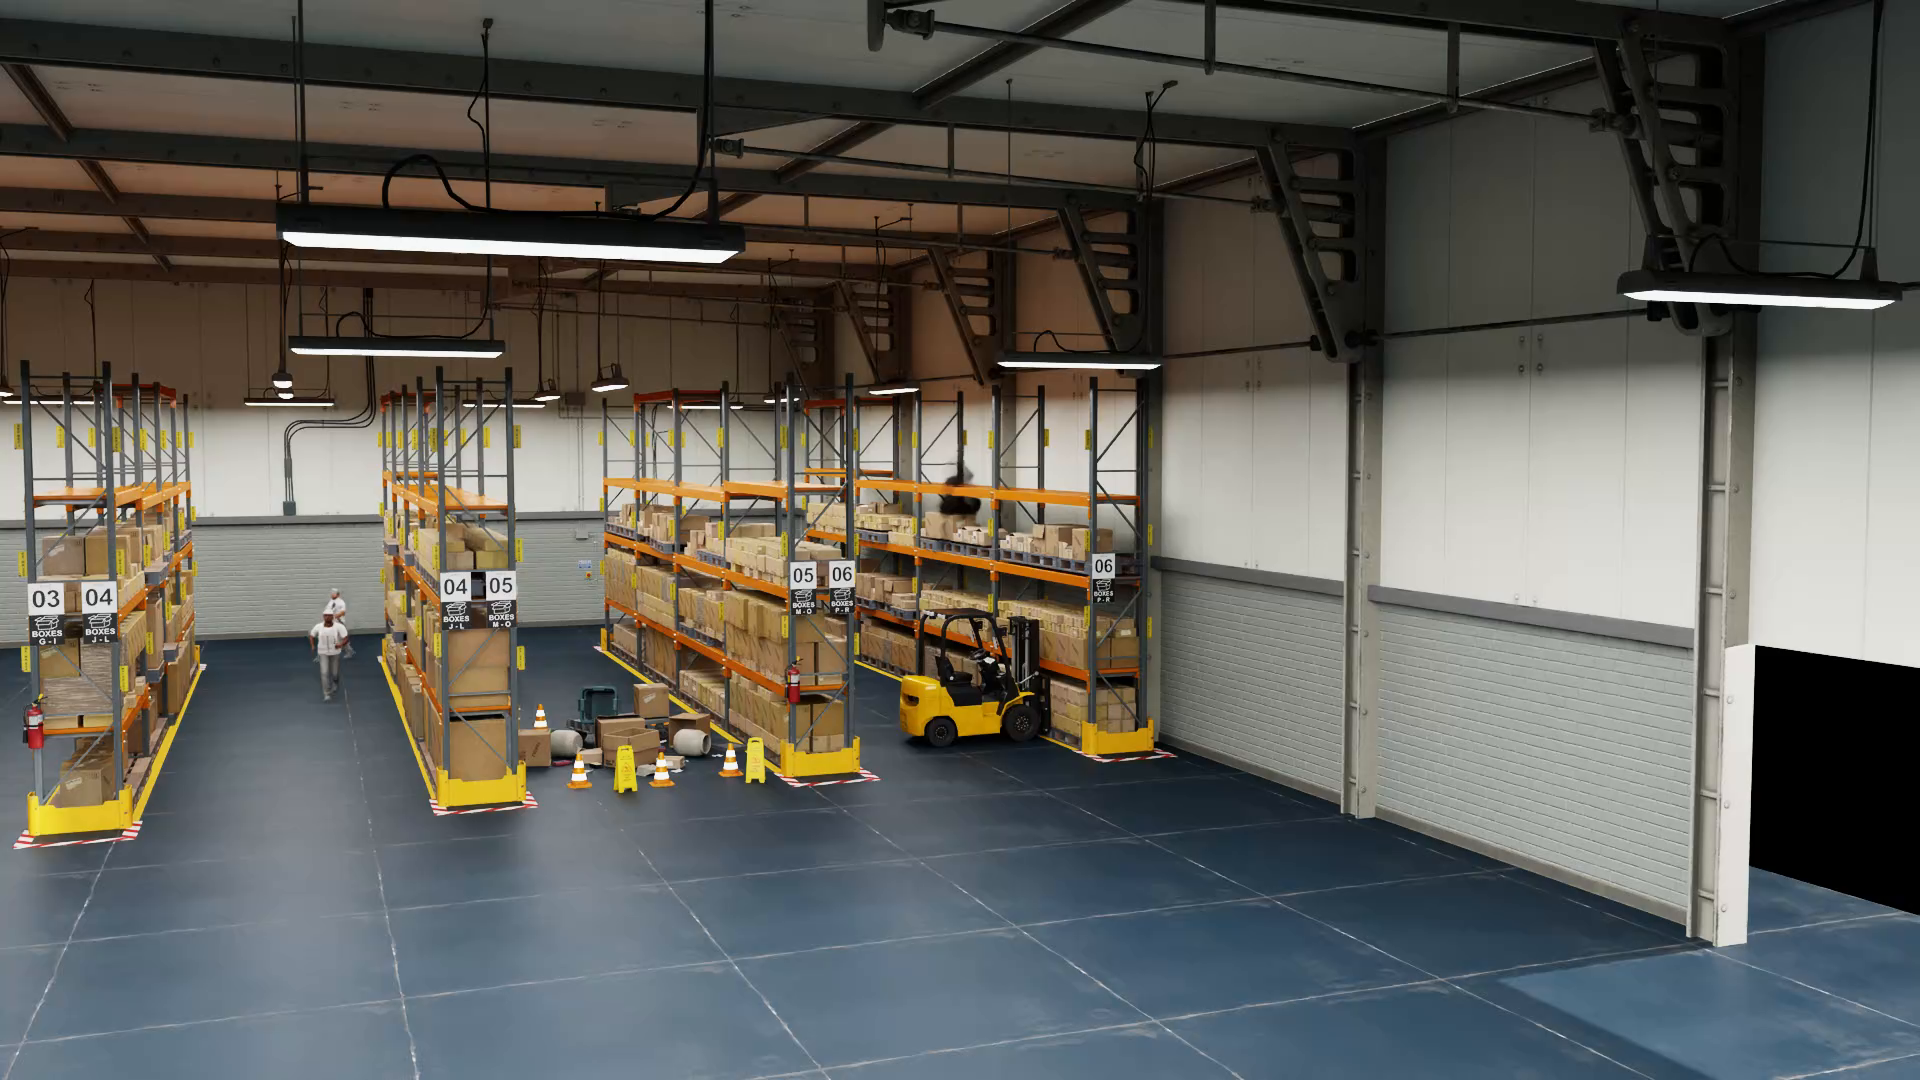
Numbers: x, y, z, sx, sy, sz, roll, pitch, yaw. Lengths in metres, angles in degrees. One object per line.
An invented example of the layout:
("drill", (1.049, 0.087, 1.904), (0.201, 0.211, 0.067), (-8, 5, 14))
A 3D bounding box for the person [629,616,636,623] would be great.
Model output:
("person", (-7.968, 1.652, 41.202), (0.920, 1.769, 0.757), (2, 4, 32))

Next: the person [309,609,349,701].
("person", (-12.163, 2.188, 32.061), (0.731, 1.746, 0.930), (-1, 4, -17))

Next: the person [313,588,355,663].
("person", (-14.154, 1.918, 37.636), (0.624, 1.667, 0.902), (3, 4, 38))
